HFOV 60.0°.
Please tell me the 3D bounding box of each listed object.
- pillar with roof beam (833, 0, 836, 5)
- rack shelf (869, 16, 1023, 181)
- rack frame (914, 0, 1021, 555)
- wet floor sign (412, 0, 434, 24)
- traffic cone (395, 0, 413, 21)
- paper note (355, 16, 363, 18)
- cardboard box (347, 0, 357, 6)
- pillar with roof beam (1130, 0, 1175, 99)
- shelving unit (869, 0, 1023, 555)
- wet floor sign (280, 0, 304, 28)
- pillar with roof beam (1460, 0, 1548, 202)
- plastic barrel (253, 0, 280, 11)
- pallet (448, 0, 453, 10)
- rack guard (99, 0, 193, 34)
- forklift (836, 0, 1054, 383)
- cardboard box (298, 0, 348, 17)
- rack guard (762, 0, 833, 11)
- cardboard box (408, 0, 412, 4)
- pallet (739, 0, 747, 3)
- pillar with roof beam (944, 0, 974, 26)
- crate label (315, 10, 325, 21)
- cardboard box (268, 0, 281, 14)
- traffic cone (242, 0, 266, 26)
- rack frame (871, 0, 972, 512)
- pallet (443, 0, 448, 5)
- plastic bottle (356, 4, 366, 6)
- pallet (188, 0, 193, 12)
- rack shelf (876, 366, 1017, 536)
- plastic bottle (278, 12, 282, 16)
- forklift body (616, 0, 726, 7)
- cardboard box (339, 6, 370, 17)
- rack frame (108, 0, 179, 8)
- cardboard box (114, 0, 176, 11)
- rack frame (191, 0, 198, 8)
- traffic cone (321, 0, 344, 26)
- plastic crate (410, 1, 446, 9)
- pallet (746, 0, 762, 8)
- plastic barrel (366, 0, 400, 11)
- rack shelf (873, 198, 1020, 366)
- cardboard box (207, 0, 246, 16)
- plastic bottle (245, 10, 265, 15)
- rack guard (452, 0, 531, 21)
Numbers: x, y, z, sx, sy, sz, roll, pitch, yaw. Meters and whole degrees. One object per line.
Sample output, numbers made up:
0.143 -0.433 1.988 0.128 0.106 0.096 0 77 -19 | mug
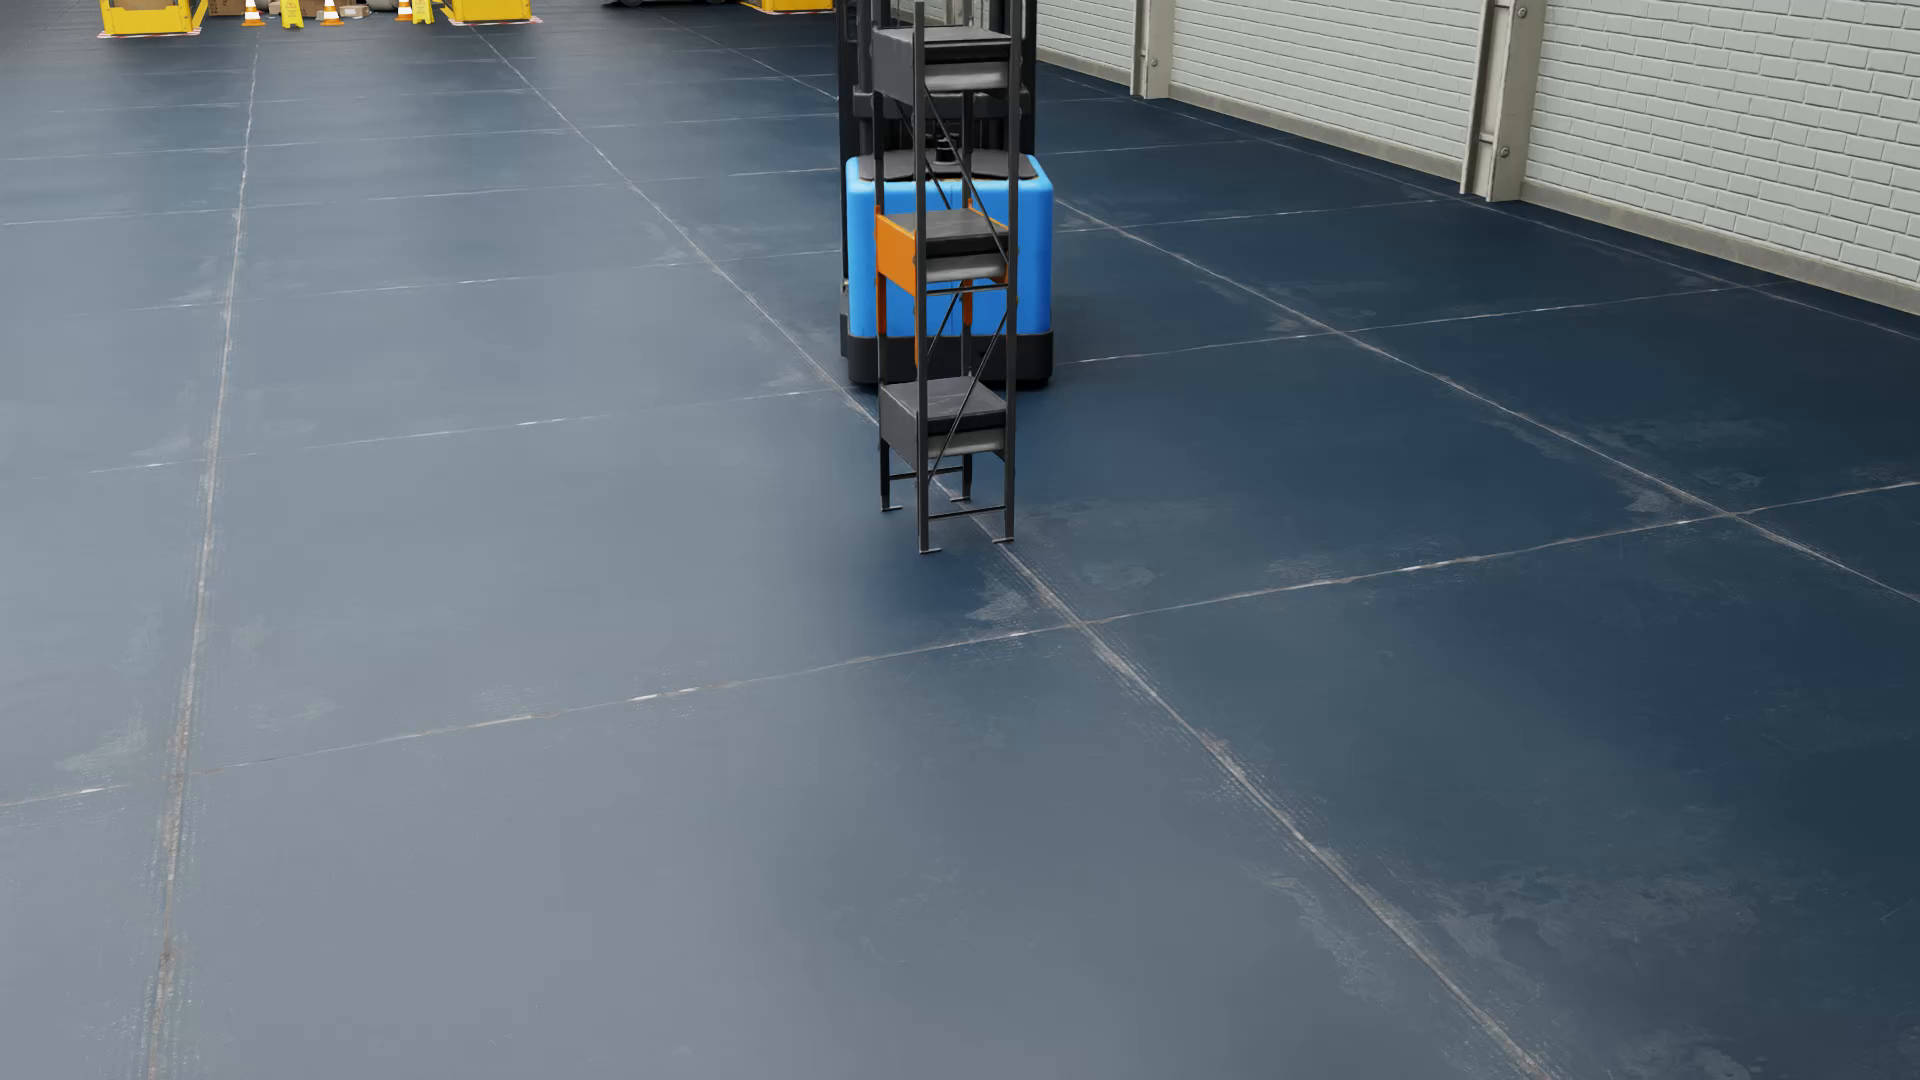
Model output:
-6.157 -12.840 25.628 9.100 9.000 0.400 -8 24 -19 | pillar with roof beam
-0.058 -1.660 6.218 0.431 0.518 0.480 -8 24 -19 | rack shelf
0.028 -0.939 6.275 0.400 2.100 0.015 -8 24 -19 | rack frame
-8.303 -8.306 25.627 0.267 0.644 0.232 0 23 -1 | wet floor sign
-8.728 -8.417 26.125 0.336 0.463 0.334 -8 24 -19 | traffic cone
-9.565 -8.309 26.425 0.148 0.019 0.142 -18 29 -37 | paper note
-10.502 -9.210 28.260 0.396 0.266 0.258 12 26 27 | cardboard box
-1.918 -8.480 15.283 9.100 9.000 0.400 -8 24 -19 | pillar with roof beam
-0.058 -1.028 6.485 0.431 2.100 0.503 -8 24 -19 | shelving unit
-10.102 -8.067 25.060 0.267 0.644 0.232 -13 26 -28 | wet floor sign
0.202 -6.300 10.110 9.100 9.000 0.400 -8 24 -19 | pillar with roof beam
-11.541 -8.956 27.453 0.512 0.421 0.421 8 24 18 | plastic barrel
-8.077 -9.092 28.050 1.003 0.211 1.213 -8 24 -19 | pallet
-11.956 -7.731 24.448 1.175 0.500 0.348 -8 24 -19 | rack guard
-0.146 -2.678 9.331 1.130 2.935 3.031 -2 23 -4 | forklift
-10.358 -8.748 26.856 0.637 0.503 0.797 12 26 27 | cardboard box
-2.718 -9.129 27.765 1.175 0.500 0.348 -8 24 -19 | rack guard
-9.677 -9.334 28.248 0.500 0.500 0.500 8 24 18 | cardboard box
-3.463 -9.719 29.538 1.003 0.211 1.213 -8 24 -19 | pallet
-4.037 -10.660 20.455 9.100 9.000 0.400 -8 24 -19 | pillar with roof beam
-9.982 -8.268 26.191 0.298 0.136 0.250 18 29 36 | crate label
-11.047 -8.713 27.080 0.396 0.266 0.258 -4 23 -10 | cardboard box
-10.823 -8.110 25.396 0.336 0.463 0.334 -8 24 -19 | traffic cone
-0.145 -1.116 6.695 0.400 2.100 0.015 -8 24 -19 | rack frame
-8.512 -9.536 29.104 1.003 0.211 1.213 -8 24 -19 | pallet
-10.081 -8.980 27.977 0.133 0.061 0.283 -4 23 -10 | plastic bottle
-13.182 -8.773 27.292 1.003 0.211 1.213 -8 24 -19 | pallet
-0.058 -0.370 6.762 0.431 0.518 0.480 -8 24 -19 | rack shelf
-10.871 -8.459 26.741 0.133 0.061 0.283 -18 29 -37 | plastic bottle
-5.103 -10.337 28.506 2.313 2.155 1.214 -8 24 -19 | forklift body
-9.722 -8.492 26.707 0.380 0.149 0.250 4 23 9 | cardboard box
-11.964 -8.891 23.983 1.000 3.000 0.127 -8 24 -19 | rack frame
-12.266 -8.343 24.877 0.875 0.875 0.875 -8 24 -19 | cardboard box
-13.377 -10.345 27.431 1.000 3.000 0.127 -8 24 -19 | rack frame
-9.646 -8.141 25.470 0.336 0.463 0.334 -8 24 -19 | traffic cone
-8.995 -9.032 28.076 0.402 0.080 0.583 -18 29 -37 | plastic crate
-3.036 -9.277 28.488 1.003 0.211 1.213 -8 24 -19 | pallet
-9.515 -8.963 27.470 0.512 0.421 0.421 8 24 18 | plastic barrel
-0.058 -1.015 6.490 0.431 0.518 0.480 -8 24 -19 | rack shelf
-11.869 -8.771 26.912 0.500 0.500 0.500 -4 23 -10 | cardboard box
-11.410 -8.532 26.913 0.283 0.061 0.133 -18 29 -37 | plastic bottle
-7.396 -8.483 26.232 1.175 0.500 0.348 -8 24 -19 | rack guard
